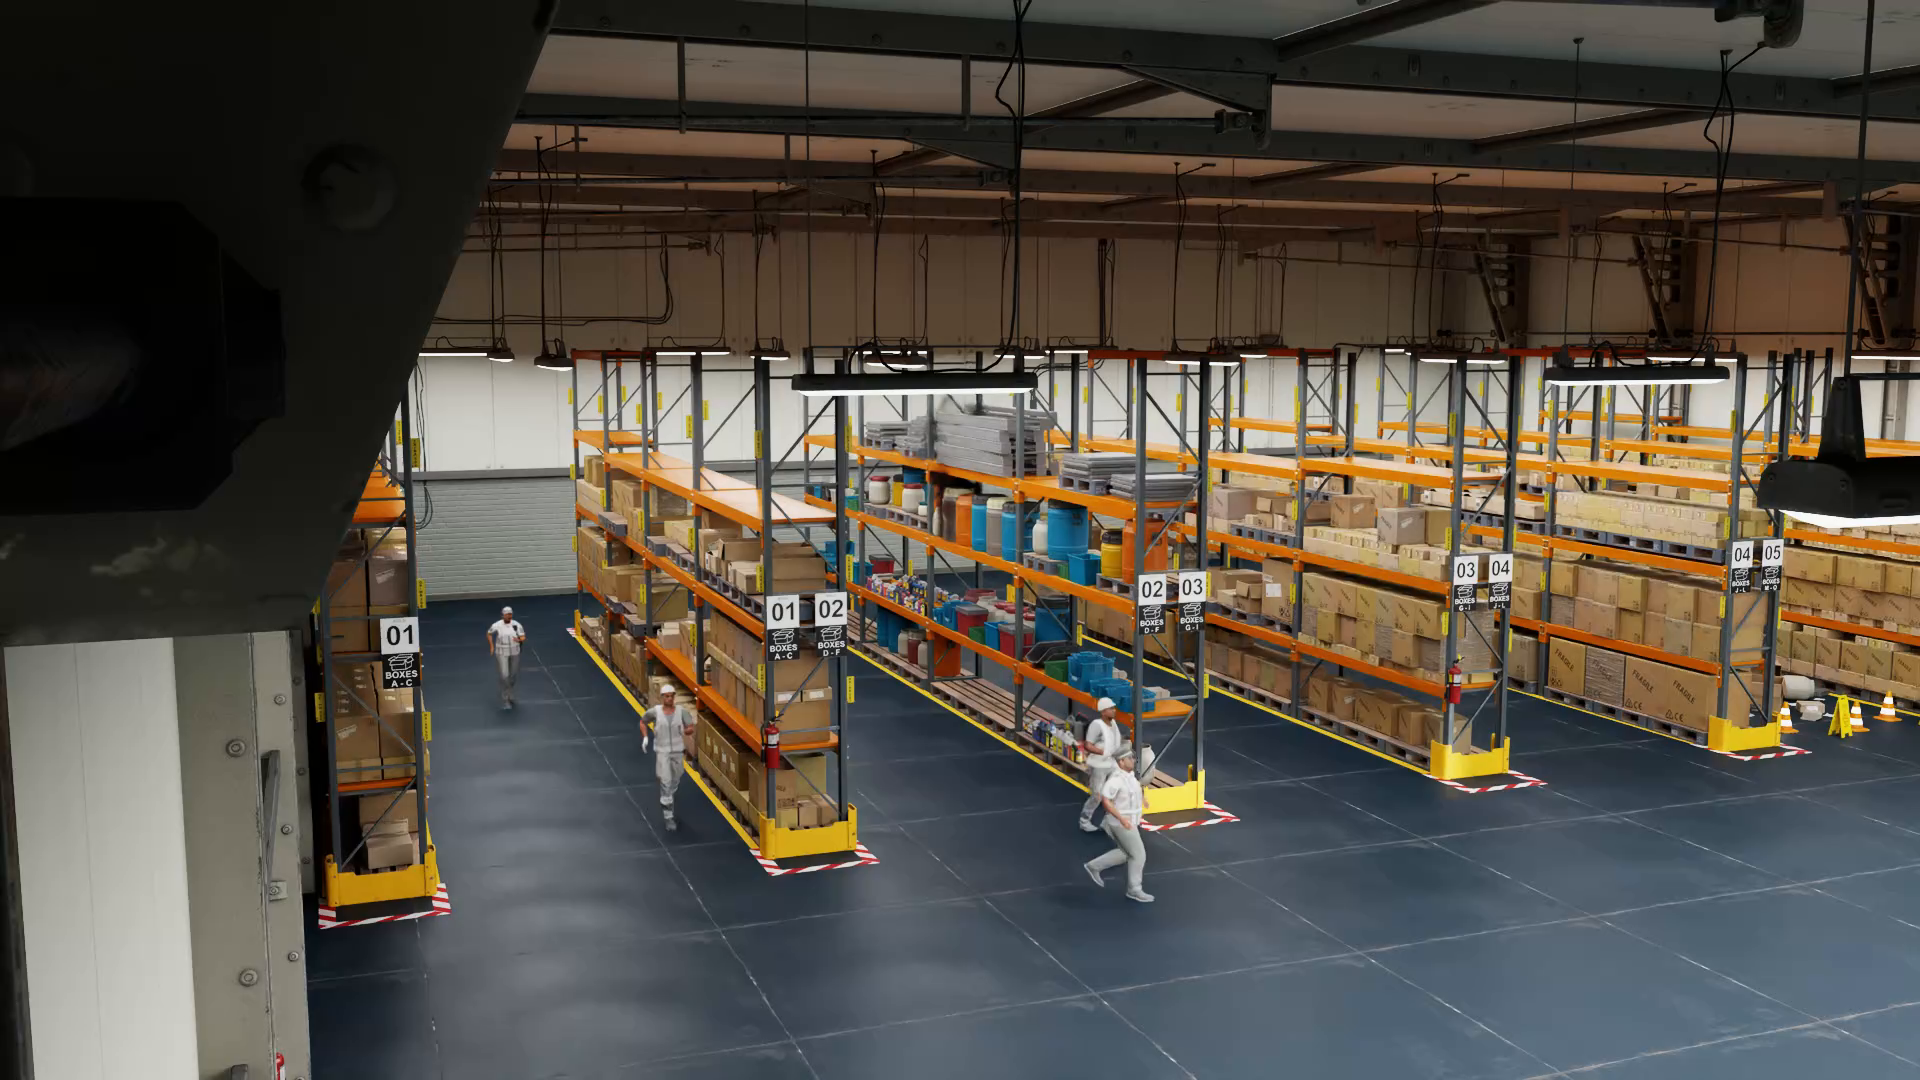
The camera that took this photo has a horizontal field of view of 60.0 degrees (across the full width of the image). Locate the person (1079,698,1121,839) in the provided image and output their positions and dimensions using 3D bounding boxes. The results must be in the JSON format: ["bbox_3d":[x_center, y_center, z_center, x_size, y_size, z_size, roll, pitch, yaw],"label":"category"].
[{"bbox_3d":[1.861,2.881,21.038,0.673,1.778,0.733,7,10,44],"label":"person"}]

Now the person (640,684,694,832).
[{"bbox_3d":[-3.761,2.759,21.470,0.655,1.817,0.910,-3,8,-25],"label":"person"}]

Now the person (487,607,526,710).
[{"bbox_3d":[-7.714,1.987,28.359,0.582,1.726,0.775,-4,8,-31],"label":"person"}]

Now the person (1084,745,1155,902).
[{"bbox_3d":[1.795,3.155,18.663,0.813,1.787,0.654,2,7,13],"label":"person"}]
